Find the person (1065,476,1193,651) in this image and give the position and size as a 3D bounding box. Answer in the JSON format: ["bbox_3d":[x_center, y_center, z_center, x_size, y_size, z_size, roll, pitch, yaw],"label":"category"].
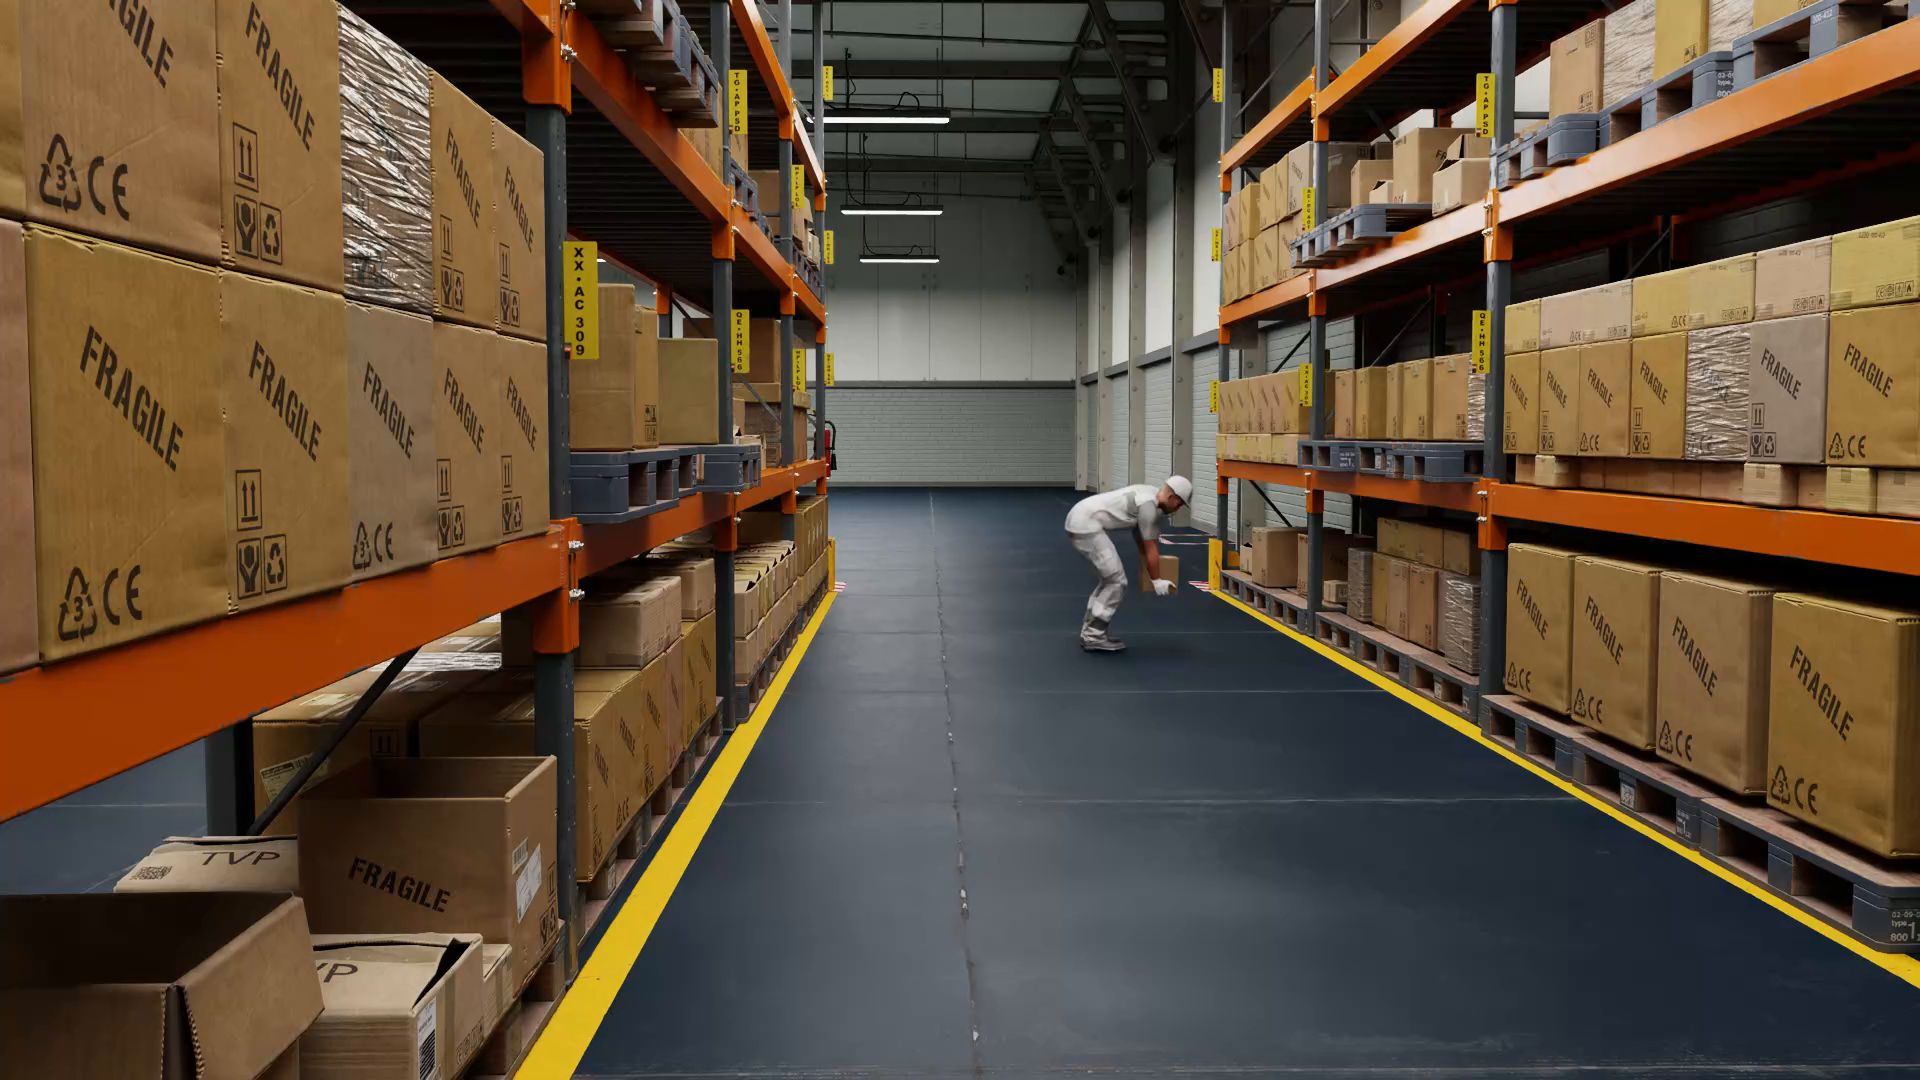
[{"bbox_3d":[1.226,0.162,12.066,0.927,1.258,0.507,0,4,-4],"label":"person"}]
